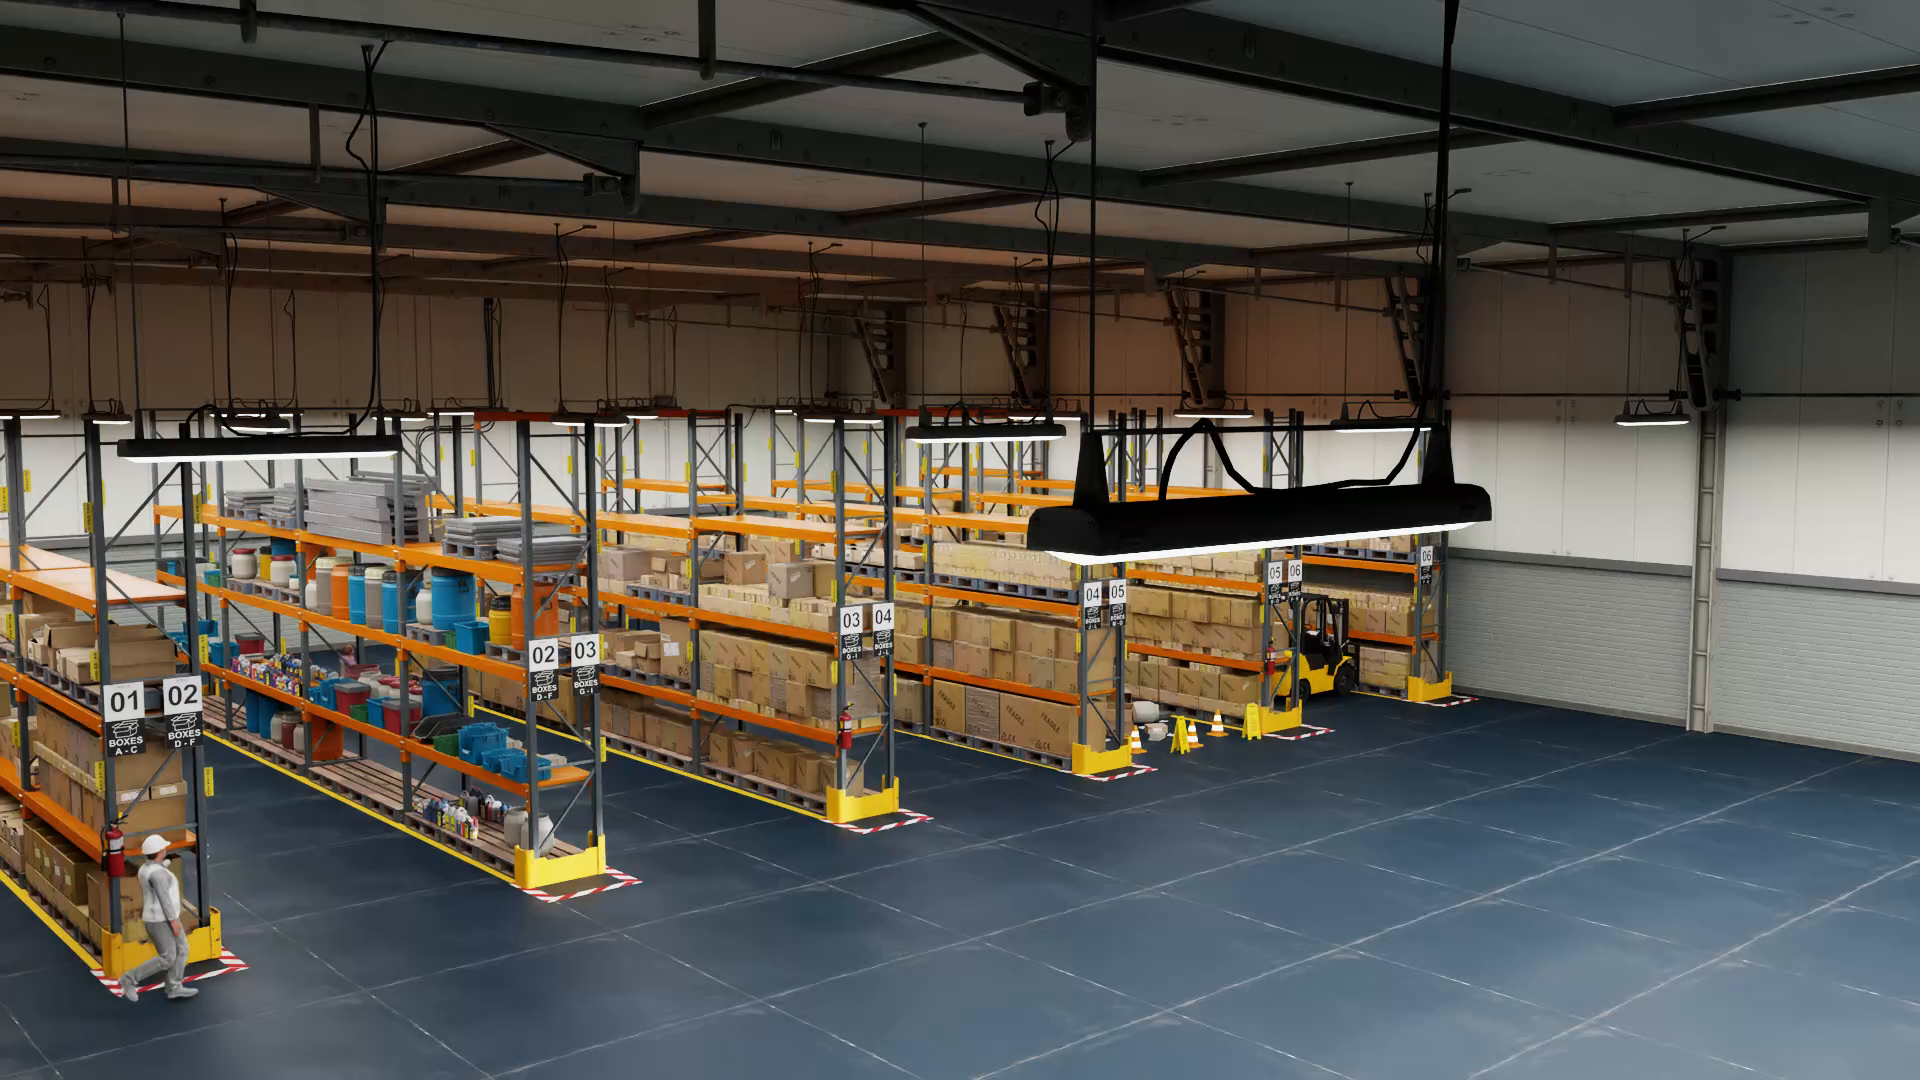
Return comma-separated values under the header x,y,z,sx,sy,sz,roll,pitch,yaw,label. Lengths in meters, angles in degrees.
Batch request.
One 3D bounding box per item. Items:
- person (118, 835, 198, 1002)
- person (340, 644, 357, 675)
x,y,z,sx,sy,sz,roll,pitch,yaw,label
-8.366,3.929,17.322,0.732,1.731,0.503,-2,5,-19,person
-11.518,2.756,31.563,0.504,1.605,0.533,4,6,37,person
